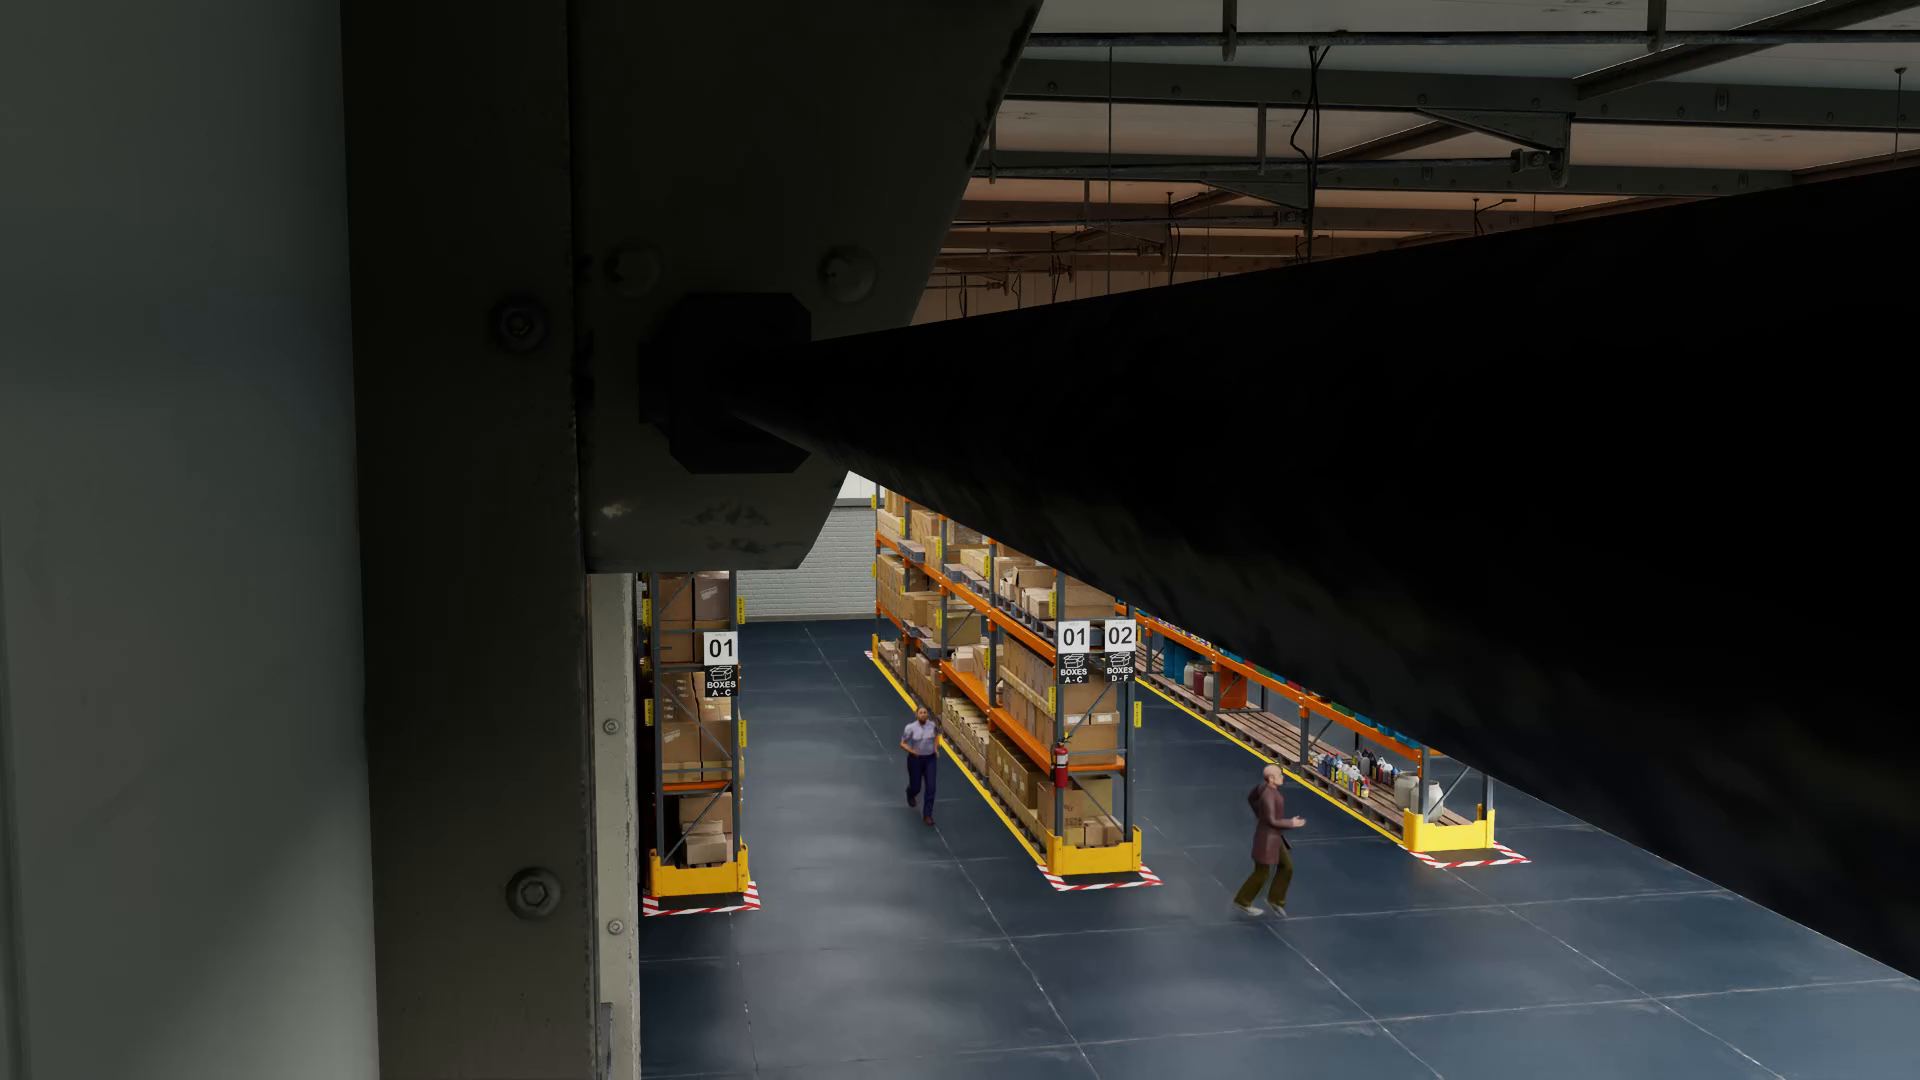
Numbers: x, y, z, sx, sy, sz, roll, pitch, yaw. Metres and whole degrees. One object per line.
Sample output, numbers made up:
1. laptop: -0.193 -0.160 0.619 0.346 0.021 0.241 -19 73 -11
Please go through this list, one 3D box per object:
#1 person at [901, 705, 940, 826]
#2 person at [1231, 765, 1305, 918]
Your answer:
1. person: -0.536 3.133 23.391 0.607 1.628 0.849 -2 6 -16
2. person: 3.561 3.505 19.167 0.823 1.865 0.735 2 6 15
